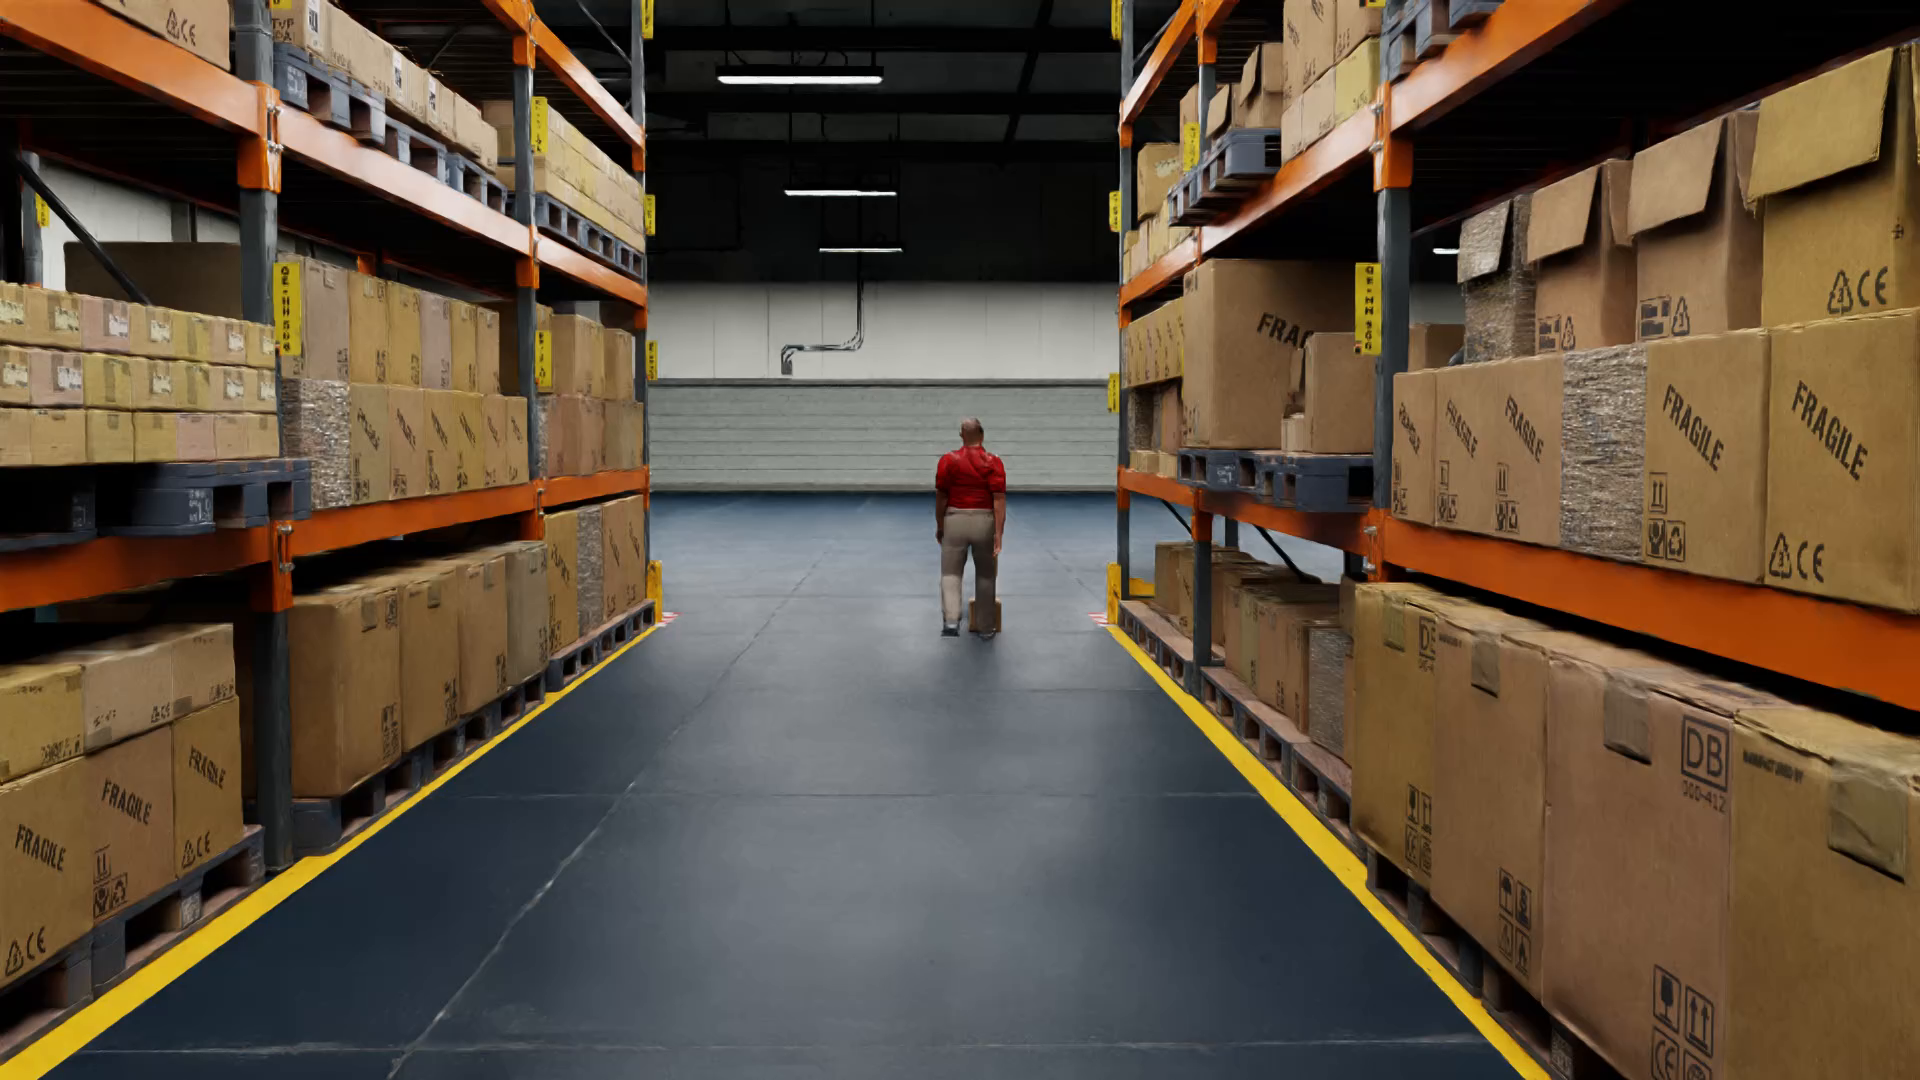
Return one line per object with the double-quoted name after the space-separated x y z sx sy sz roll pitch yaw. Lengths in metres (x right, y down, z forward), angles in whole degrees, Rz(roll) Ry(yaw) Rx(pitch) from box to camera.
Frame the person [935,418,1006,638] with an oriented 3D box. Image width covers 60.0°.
0.077 -0.080 12.605 0.534 1.690 0.898 0 4 -1 "person"
